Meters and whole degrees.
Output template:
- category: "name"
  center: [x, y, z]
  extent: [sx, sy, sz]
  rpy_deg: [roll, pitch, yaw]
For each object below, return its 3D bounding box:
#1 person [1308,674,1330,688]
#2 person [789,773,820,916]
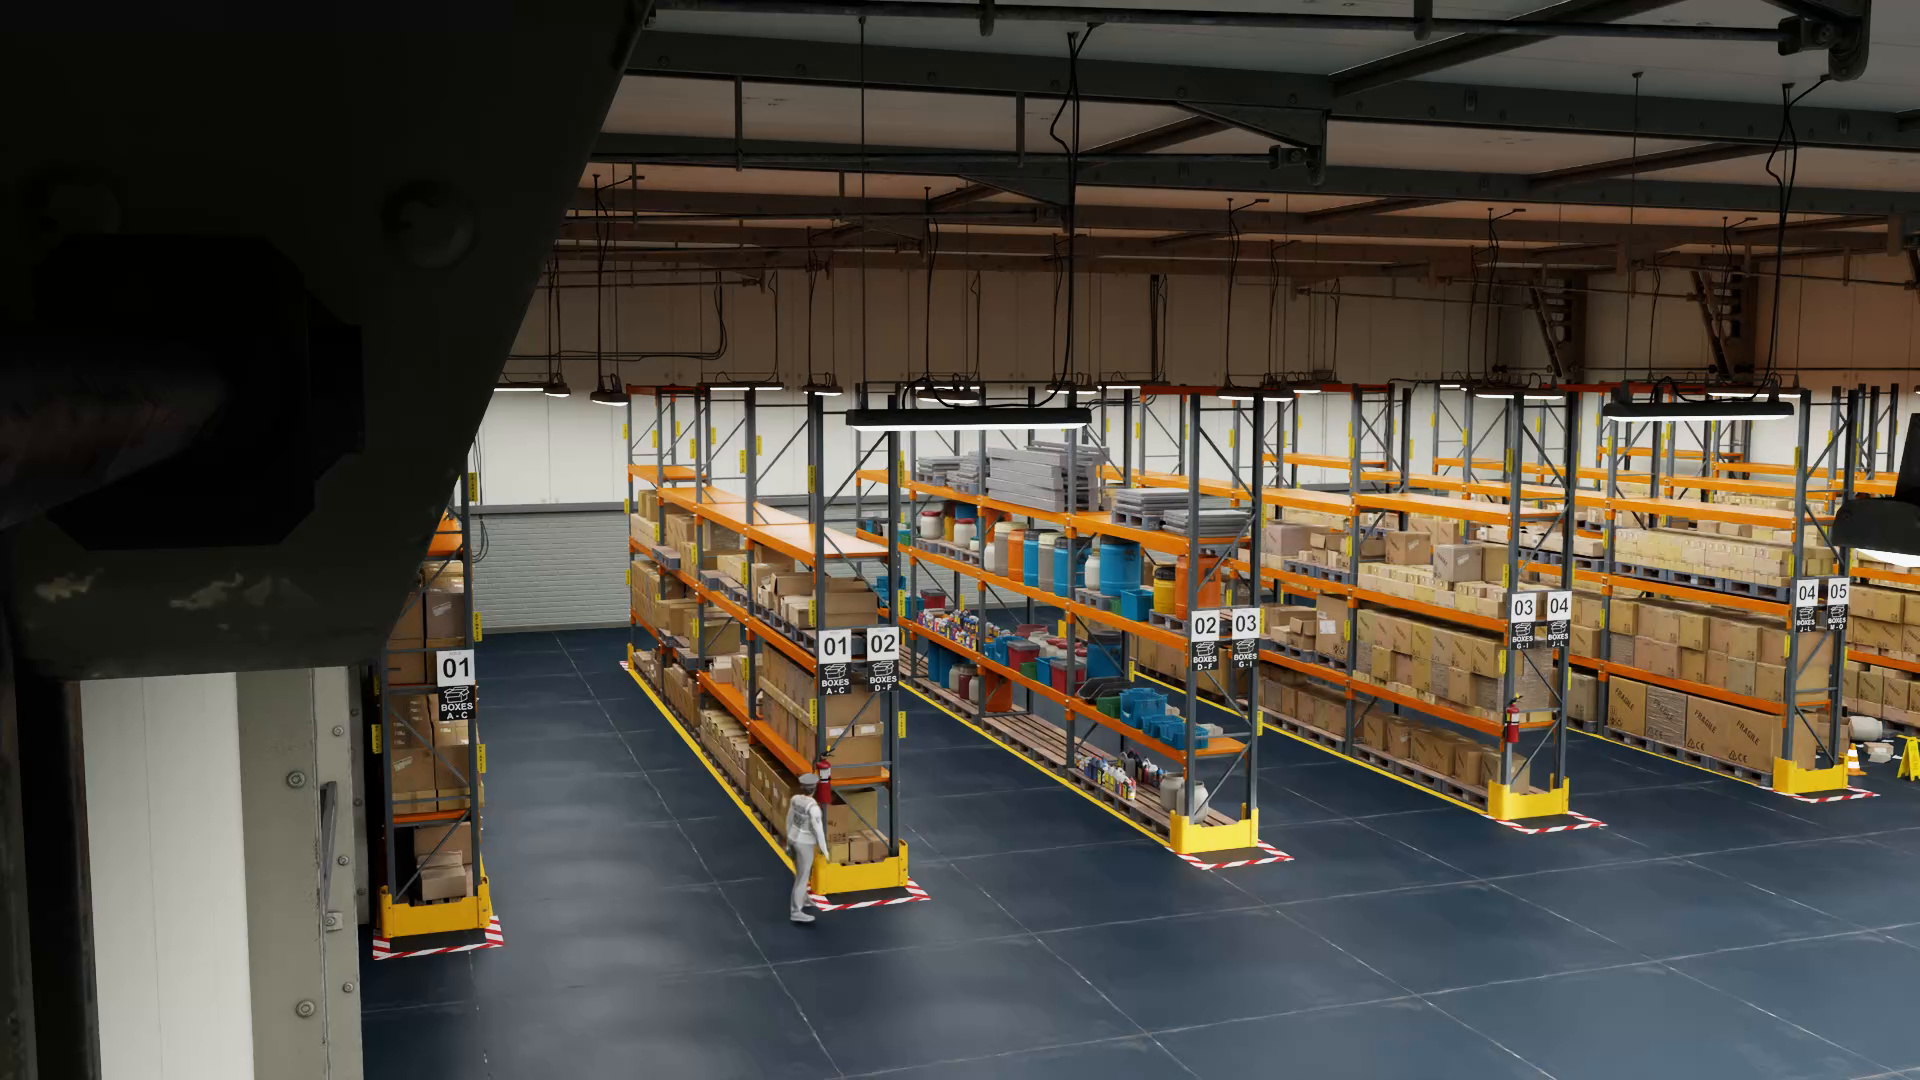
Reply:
- category: "person"
  center: [7.014, 2.231, 32.254]
  extent: [0.414, 1.415, 0.553]
  rpy_deg: [-5, 8, -40]
- category: "person"
  center: [-1.847, 3.477, 19.205]
  extent: [0.440, 1.587, 0.514]
  rpy_deg: [-4, 7, -33]
